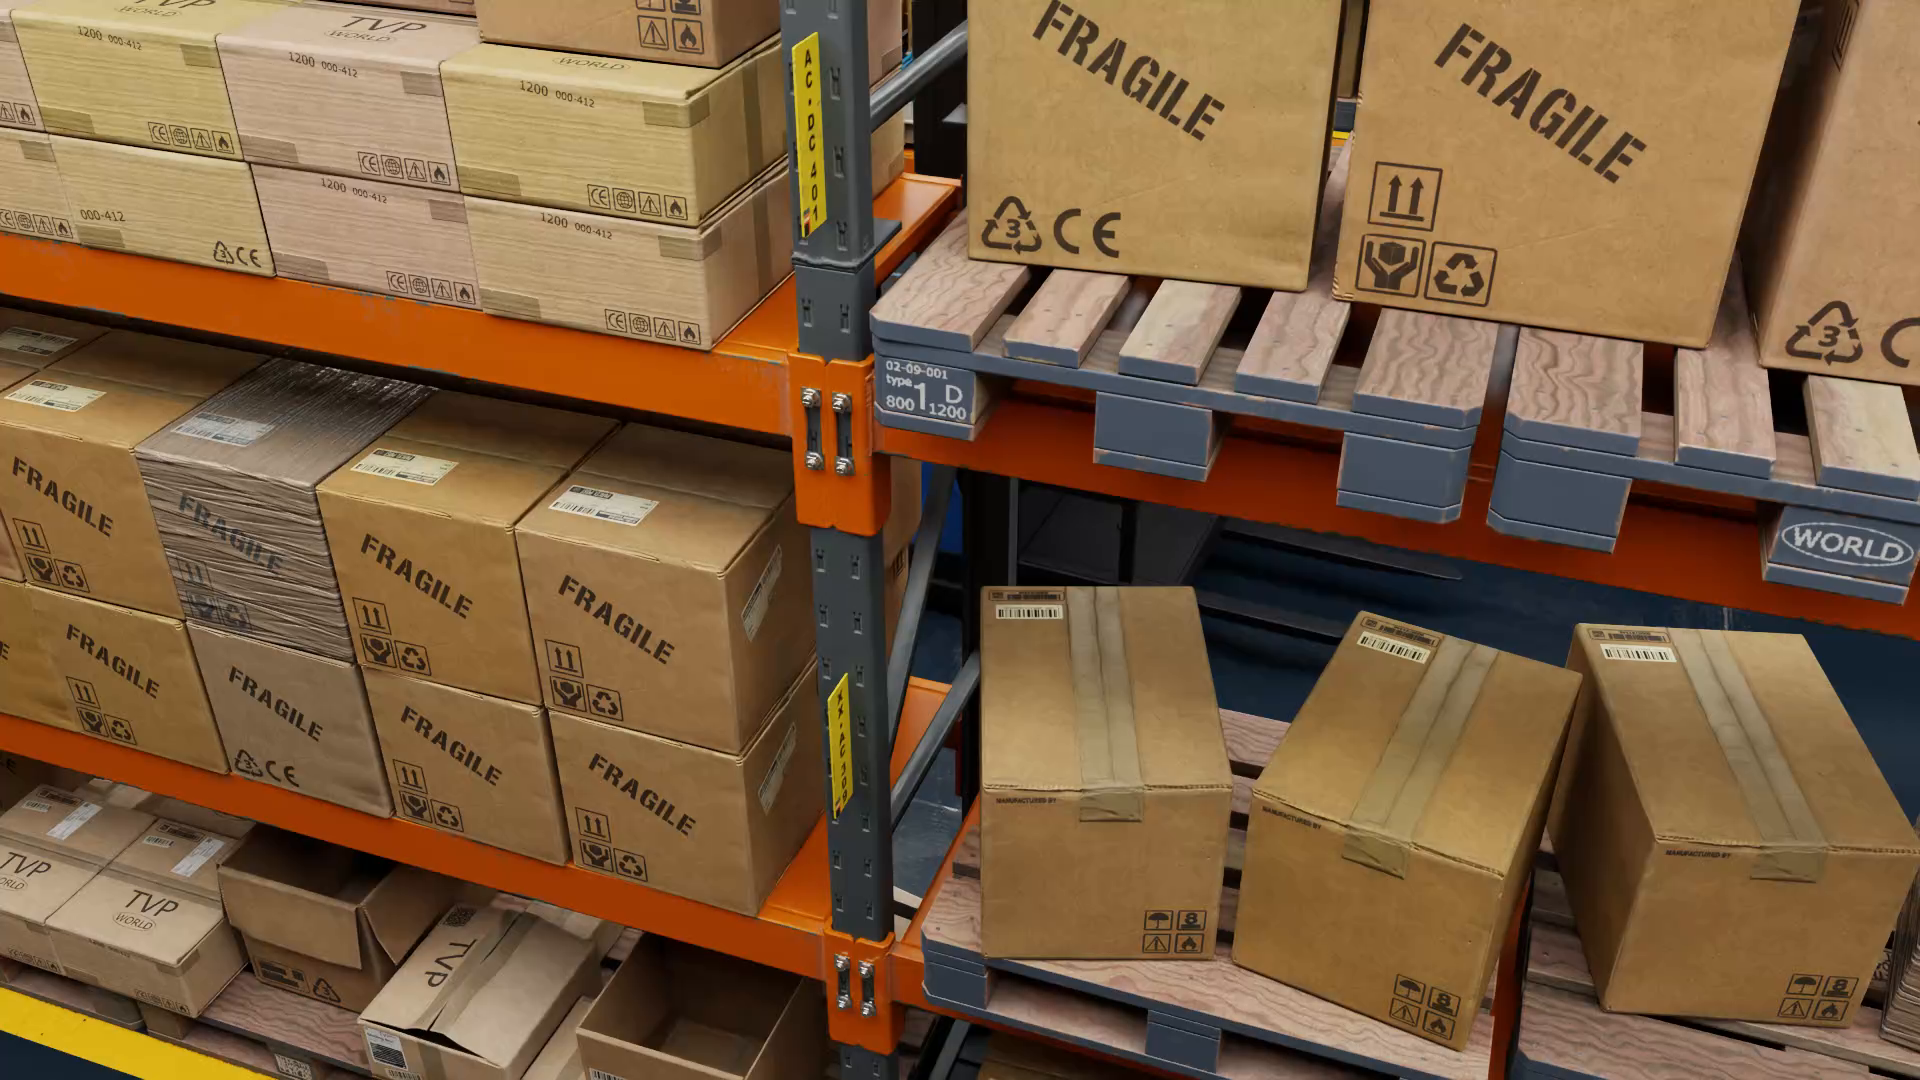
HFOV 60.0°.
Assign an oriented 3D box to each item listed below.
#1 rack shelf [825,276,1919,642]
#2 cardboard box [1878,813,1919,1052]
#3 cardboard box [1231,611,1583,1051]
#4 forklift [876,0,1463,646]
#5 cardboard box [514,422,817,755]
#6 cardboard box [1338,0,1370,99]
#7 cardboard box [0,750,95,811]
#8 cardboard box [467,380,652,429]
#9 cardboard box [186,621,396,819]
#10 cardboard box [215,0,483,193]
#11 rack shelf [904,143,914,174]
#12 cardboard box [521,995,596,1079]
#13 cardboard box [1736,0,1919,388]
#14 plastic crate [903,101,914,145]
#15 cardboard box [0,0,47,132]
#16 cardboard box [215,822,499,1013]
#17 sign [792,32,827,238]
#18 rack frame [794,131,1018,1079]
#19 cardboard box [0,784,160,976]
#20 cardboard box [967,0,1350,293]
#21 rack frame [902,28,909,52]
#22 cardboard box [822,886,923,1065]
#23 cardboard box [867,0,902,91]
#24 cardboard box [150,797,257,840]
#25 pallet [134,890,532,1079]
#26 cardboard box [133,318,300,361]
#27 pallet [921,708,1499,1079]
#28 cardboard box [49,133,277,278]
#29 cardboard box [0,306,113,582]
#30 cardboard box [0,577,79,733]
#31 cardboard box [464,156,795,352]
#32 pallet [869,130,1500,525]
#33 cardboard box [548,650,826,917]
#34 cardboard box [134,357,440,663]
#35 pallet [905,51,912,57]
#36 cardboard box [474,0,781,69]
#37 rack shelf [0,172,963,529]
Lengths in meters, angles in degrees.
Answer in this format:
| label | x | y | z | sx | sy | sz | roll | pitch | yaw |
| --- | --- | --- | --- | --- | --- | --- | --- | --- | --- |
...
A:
| label | x | y | z | sx | sy | sz | roll | pitch | yaw |
| --- | --- | --- | --- | --- | --- | --- | --- | --- | --- |
| rack shelf | 1.808 | -0.070 | 2.991 | 4.000 | 0.370 | 1.077 | 11 | 34 | 16 |
| cardboard box | 2.264 | 0.713 | 3.402 | 0.500 | 0.500 | 0.700 | 18 | 37 | 25 |
| cardboard box | 0.965 | 0.597 | 3.580 | 0.500 | 0.500 | 0.700 | 17 | 36 | 24 |
| forklift | 0.633 | -1.065 | 6.697 | 3.031 | 2.935 | 1.130 | 13 | 35 | 19 |
| cardboard box | -0.638 | 0.099 | 3.817 | 0.500 | 0.500 | 0.500 | 11 | 34 | 17 |
| cardboard box | 2.677 | -3.982 | 12.723 | 0.875 | 0.875 | 0.875 | 11 | 34 | 16 |
| cardboard box | -3.245 | 0.629 | 5.910 | 0.500 | 0.500 | 0.500 | 11 | 34 | 16 |
| cardboard box | -0.909 | -0.265 | 4.380 | 0.500 | 0.500 | 0.500 | 10 | 34 | 15 |
| cardboard box | -1.602 | 0.333 | 4.377 | 0.500 | 0.500 | 0.500 | 12 | 35 | 18 |
| cardboard box | -1.093 | -0.929 | 3.336 | 0.500 | 0.250 | 0.500 | 11 | 34 | 16 |
| rack shelf | -0.283 | -2.071 | 8.855 | 4.000 | 0.370 | 1.077 | 11 | 34 | 16 |
| cardboard box | -1.080 | 1.537 | 4.827 | 0.250 | 0.149 | 0.380 | 11 | 34 | 16 |
| cardboard box | 1.631 | -0.627 | 2.618 | 0.600 | 0.600 | 0.600 | 10 | 34 | 15 |
| plastic crate | -0.141 | -2.087 | 8.404 | 0.466 | 0.136 | 0.293 | 11 | 34 | 16 |
| cardboard box | -2.034 | -1.114 | 3.622 | 0.500 | 0.250 | 0.500 | 11 | 34 | 16 |
| cardboard box | -1.845 | 1.044 | 5.263 | 0.637 | 0.503 | 0.797 | 11 | 34 | 16 |
| sign | -0.250 | -0.677 | 2.792 | 0.005 | 0.325 | 0.100 | 11 | 34 | 16 |
| rack frame | -0.075 | 0.522 | 4.177 | 0.127 | 3.000 | 1.000 | 11 | 34 | 16 |
| cardboard box | -2.953 | 1.096 | 5.417 | 0.500 | 0.250 | 0.500 | 11 | 34 | 16 |
| cardboard box | 0.375 | -0.869 | 2.994 | 0.600 | 0.600 | 0.600 | 8 | 34 | 12 |
| rack frame | -0.494 | -5.268 | 13.144 | 0.127 | 3.000 | 1.000 | 11 | 34 | 16 |
| cardboard box | -0.397 | 1.279 | 5.077 | 0.500 | 0.311 | 0.500 | 11 | 34 | 16 |
| cardboard box | -0.448 | -1.101 | 3.603 | 0.500 | 0.250 | 0.500 | 11 | 34 | 16 |
| cardboard box | -2.361 | 0.923 | 5.685 | 0.500 | 0.250 | 0.500 | 11 | 34 | 16 |
| pallet | -1.873 | 1.345 | 5.473 | 1.213 | 0.211 | 1.003 | 11 | 34 | 16 |
| cardboard box | -1.879 | -0.453 | 4.672 | 0.500 | 0.500 | 0.500 | 12 | 35 | 18 |
| pallet | 0.641 | 0.804 | 3.916 | 1.213 | 0.211 | 1.003 | 11 | 34 | 16 |
| cardboard box | -1.563 | -0.813 | 3.616 | 0.500 | 0.250 | 0.500 | 11 | 34 | 16 |
| cardboard box | -2.547 | -0.271 | 4.390 | 0.500 | 0.500 | 0.500 | 11 | 35 | 17 |
| cardboard box | -2.552 | 0.148 | 4.663 | 0.500 | 0.500 | 0.500 | 11 | 34 | 16 |
| cardboard box | -0.622 | -0.629 | 3.331 | 0.500 | 0.250 | 0.500 | 11 | 34 | 16 |
| pallet | 0.516 | -0.504 | 3.174 | 1.003 | 0.211 | 1.213 | 11 | 34 | 16 |
| cardboard box | -0.632 | 0.519 | 4.088 | 0.500 | 0.500 | 0.500 | 12 | 35 | 17 |
| cardboard box | -1.595 | -0.086 | 4.103 | 0.500 | 0.500 | 0.500 | 11 | 35 | 17 |
| pallet | 0.285 | -3.990 | 13.736 | 1.213 | 0.211 | 1.003 | 11 | 34 | 16 |
| cardboard box | -0.545 | -1.270 | 3.172 | 0.500 | 0.500 | 0.700 | 11 | 34 | 16 |
| rack shelf | -1.957 | -0.802 | 4.125 | 4.000 | 0.370 | 1.077 | 11 | 34 | 16 |
